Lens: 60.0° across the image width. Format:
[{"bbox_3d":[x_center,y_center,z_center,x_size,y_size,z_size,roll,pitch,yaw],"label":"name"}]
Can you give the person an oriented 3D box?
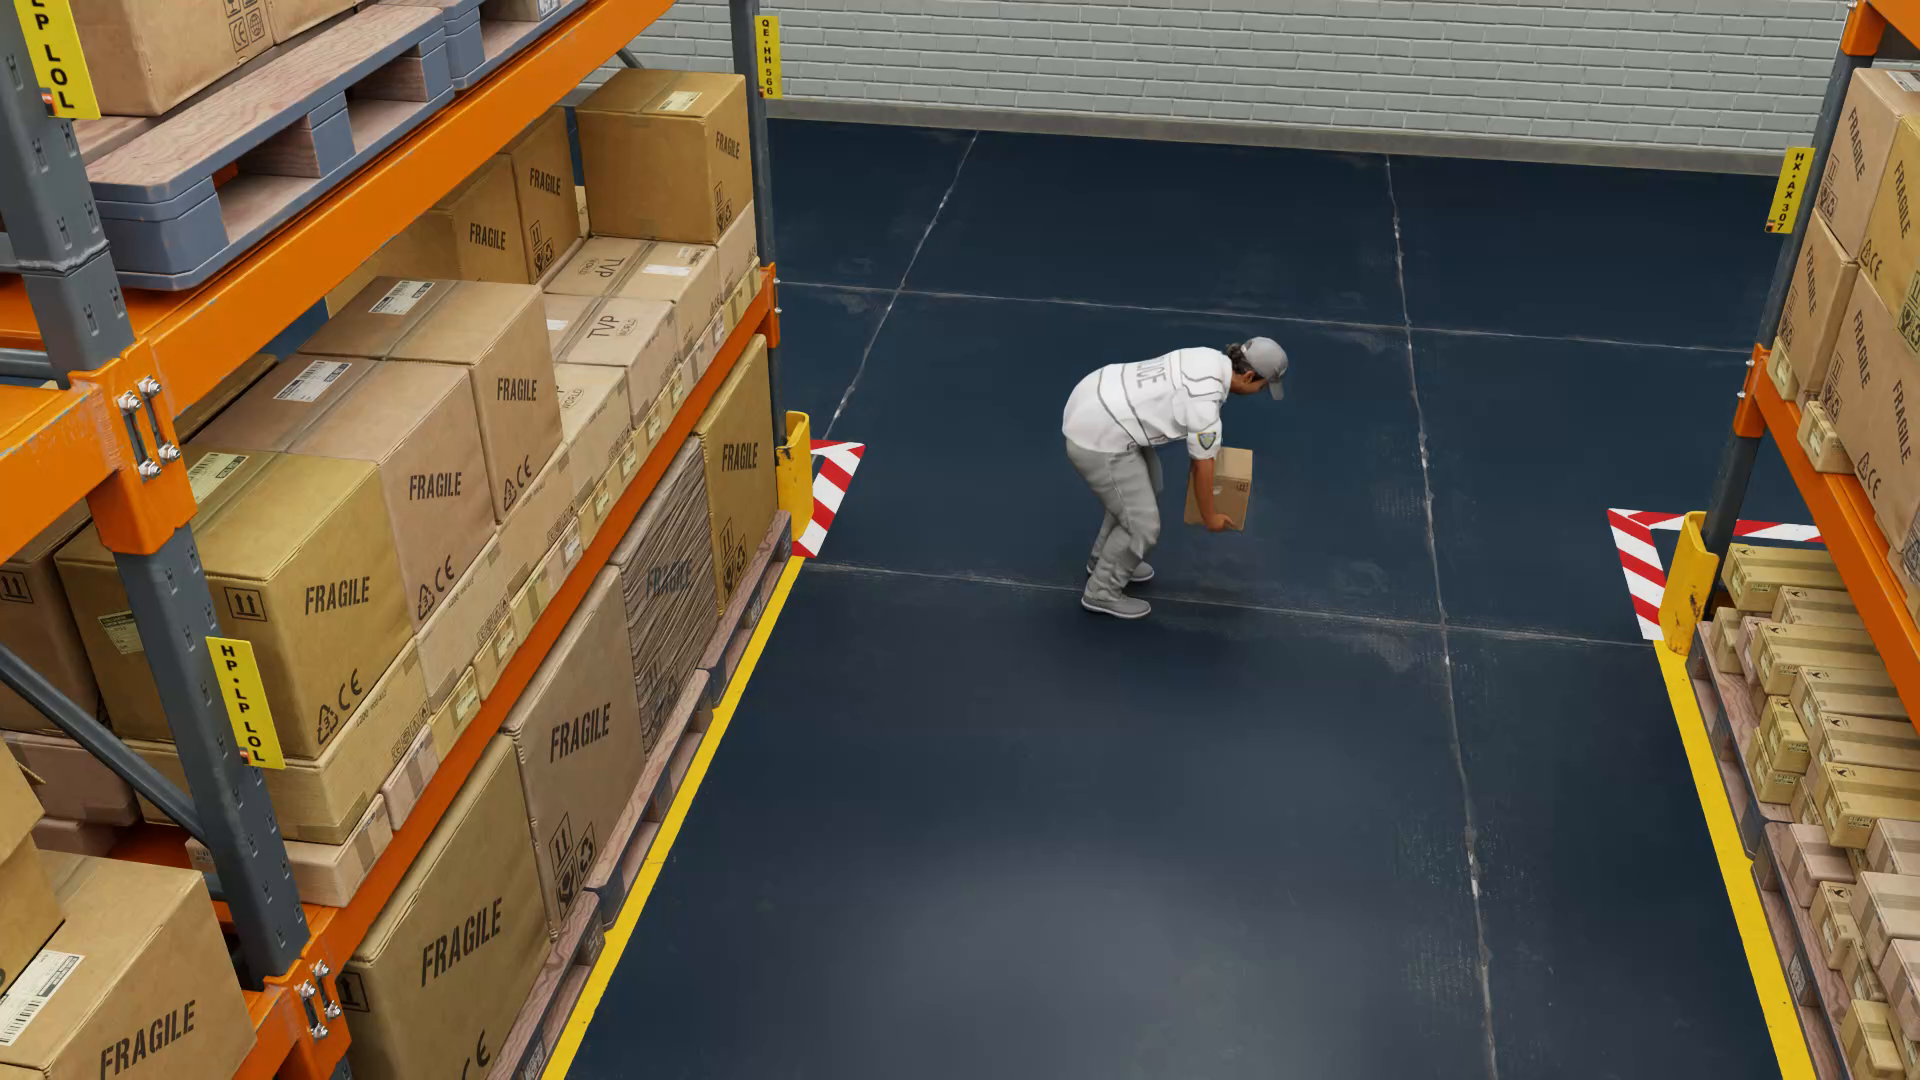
[{"bbox_3d":[0.867,-0.283,6.963,0.892,1.258,0.474,4,33,7],"label":"person"}]
